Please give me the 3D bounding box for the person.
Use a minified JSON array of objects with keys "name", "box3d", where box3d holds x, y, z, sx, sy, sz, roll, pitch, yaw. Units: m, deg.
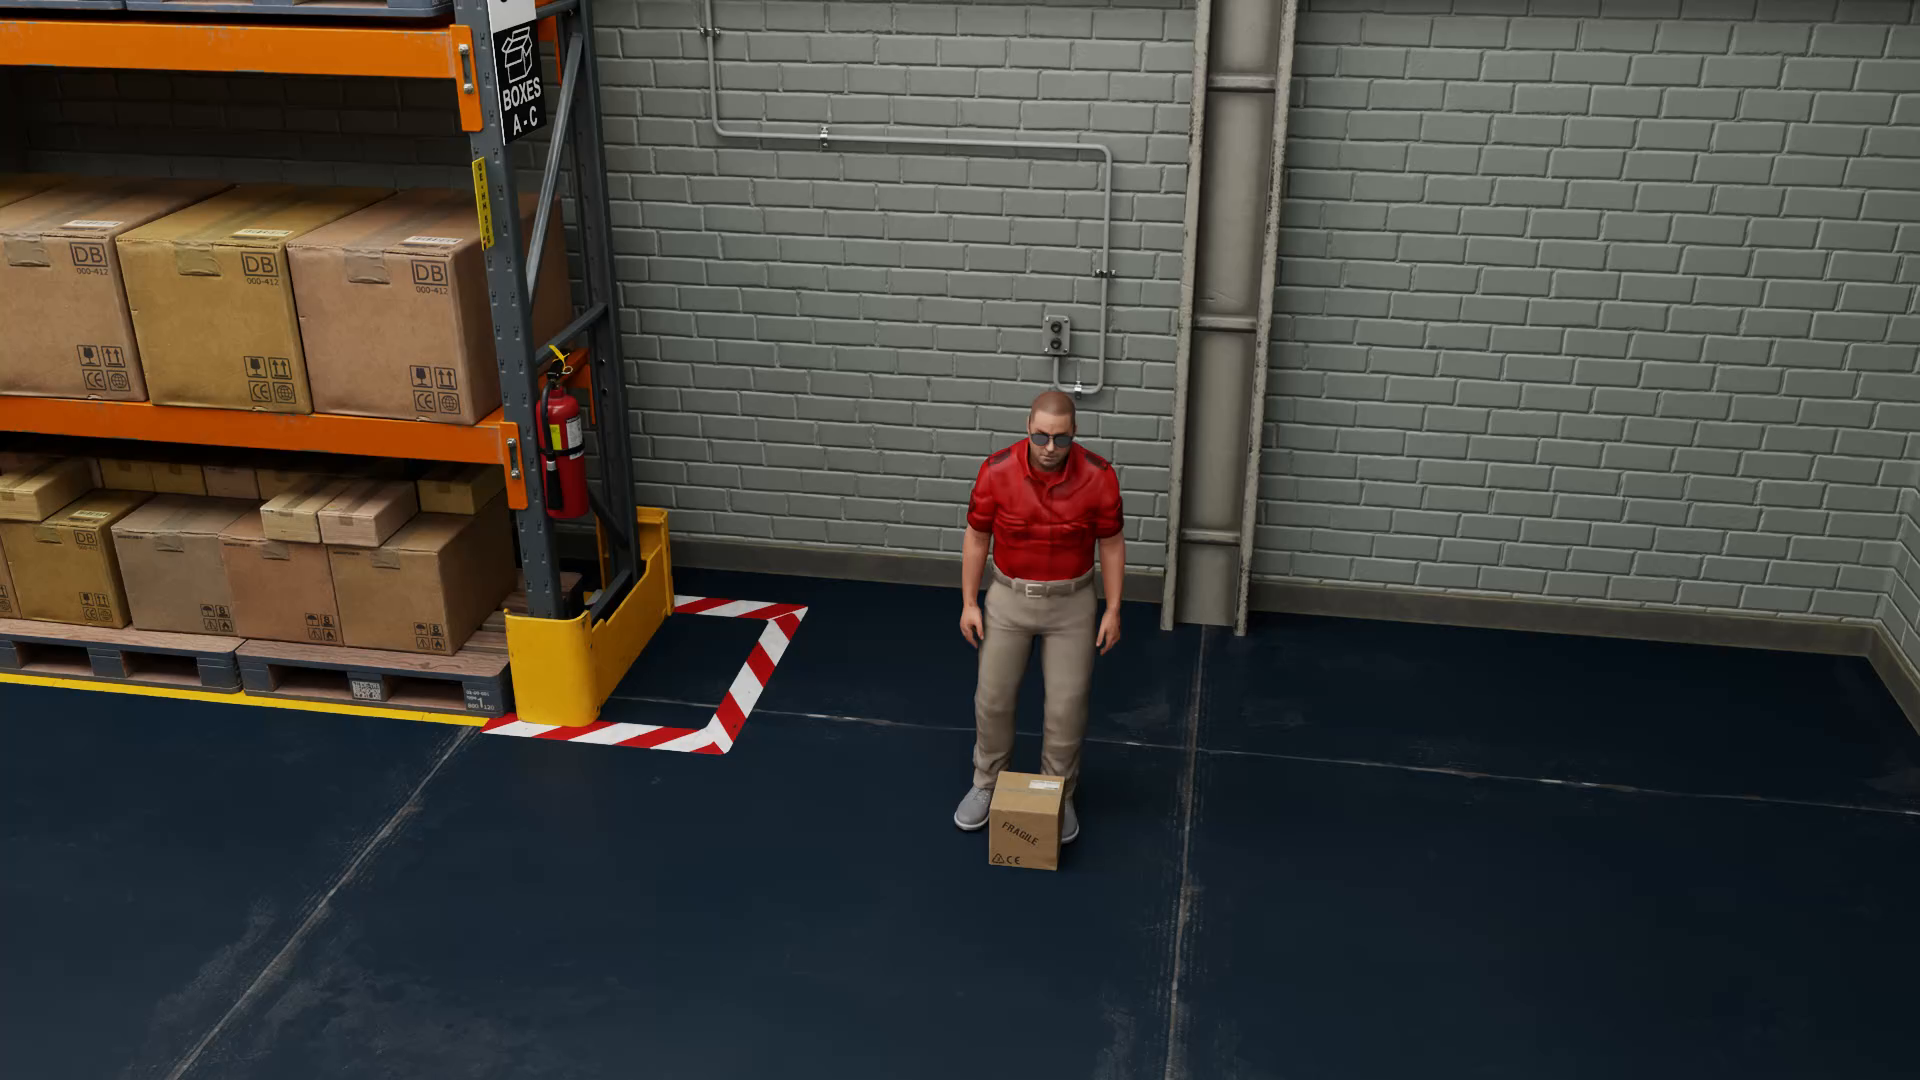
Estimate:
[{"name":"person","box3d":[0.289,0.268,6.043,0.606,1.726,0.434,2,25,5]}]
